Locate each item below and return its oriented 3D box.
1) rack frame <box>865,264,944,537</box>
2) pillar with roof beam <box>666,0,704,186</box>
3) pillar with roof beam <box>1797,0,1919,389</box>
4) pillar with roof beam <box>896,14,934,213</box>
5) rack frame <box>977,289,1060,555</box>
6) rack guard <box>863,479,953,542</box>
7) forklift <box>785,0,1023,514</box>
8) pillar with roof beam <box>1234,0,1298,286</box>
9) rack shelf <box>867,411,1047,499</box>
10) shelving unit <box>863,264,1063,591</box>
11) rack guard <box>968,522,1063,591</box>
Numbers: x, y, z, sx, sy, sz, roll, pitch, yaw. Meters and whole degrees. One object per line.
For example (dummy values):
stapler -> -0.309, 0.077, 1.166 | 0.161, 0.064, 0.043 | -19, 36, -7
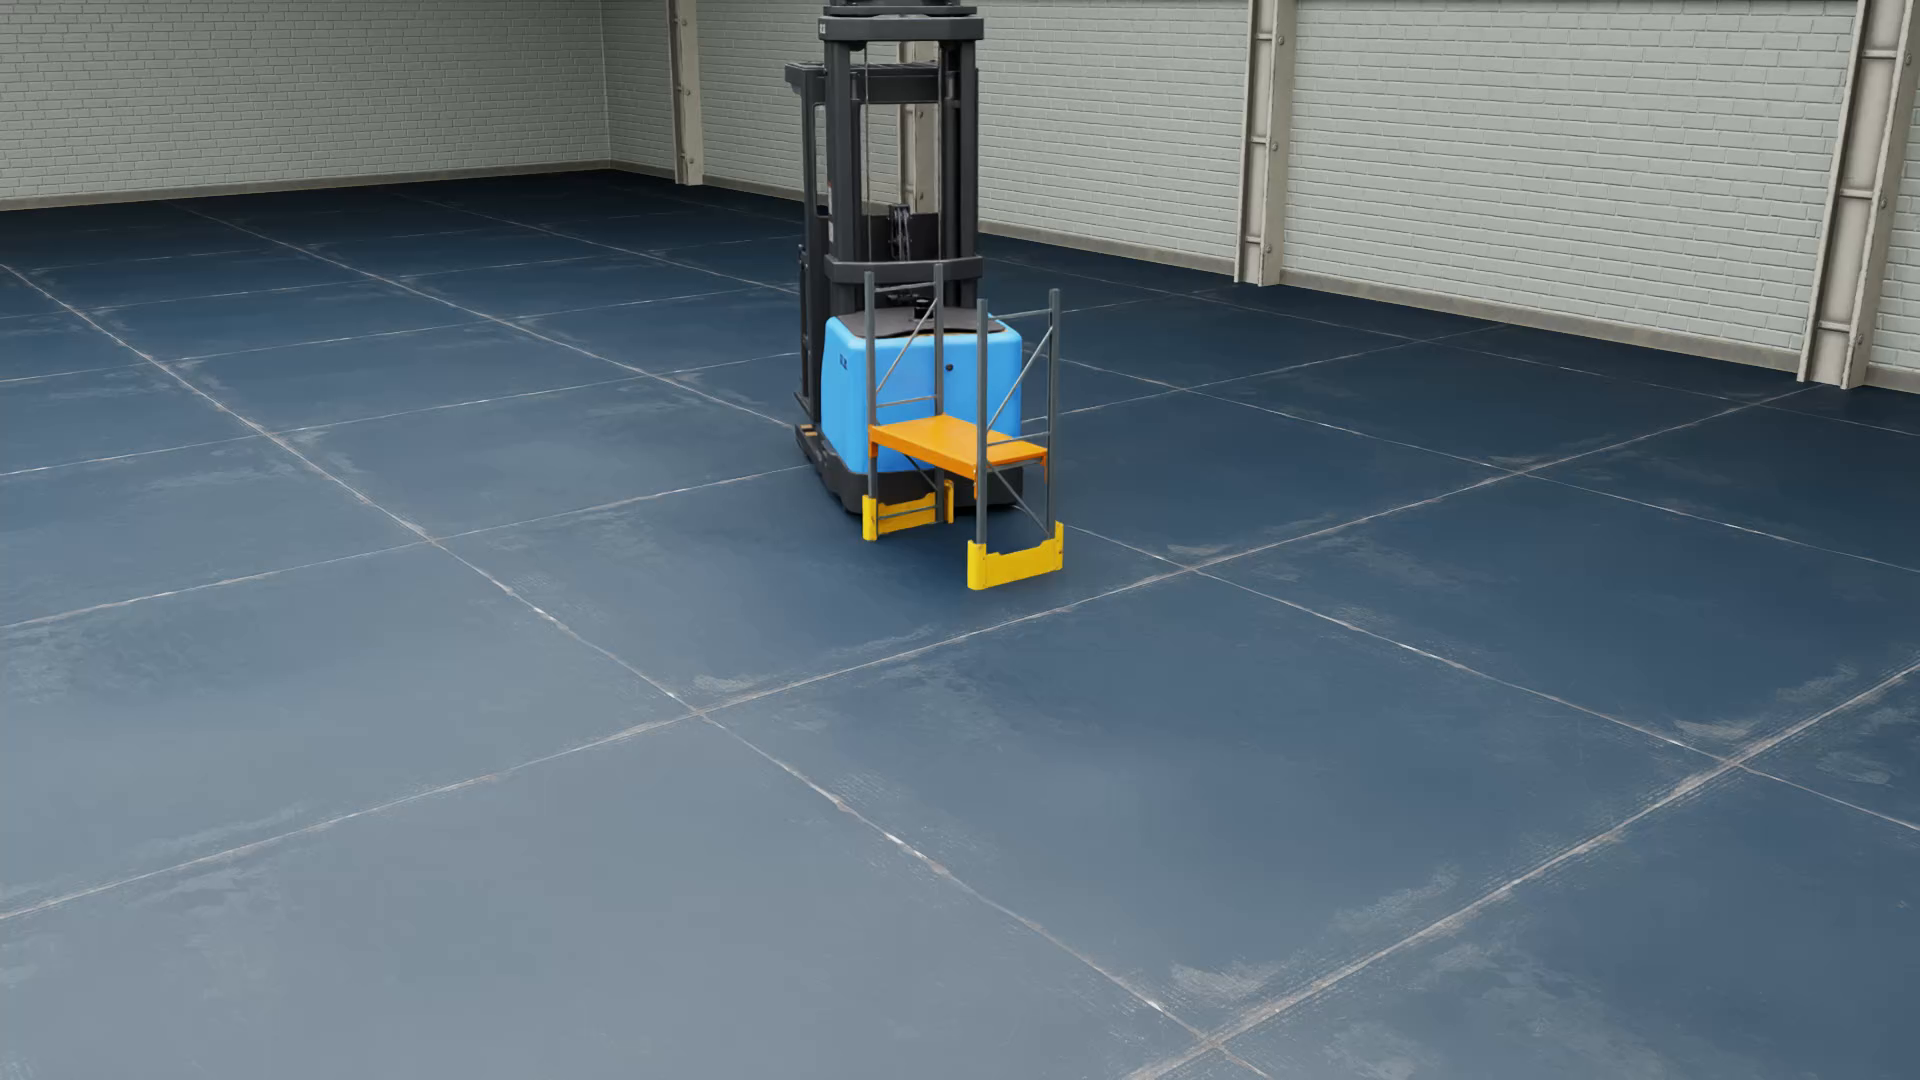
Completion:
rack frame -> -0.303, -0.770, 9.302 | 0.500, 1.500, 0.032 | -13, 22, -34
pillar with roof beam -> -7.680, -9.112, 22.566 | 9.100, 9.000, 0.400 | -14, 23, -36
pillar with roof beam -> 3.496, -4.677, 9.171 | 9.100, 9.000, 0.400 | -14, 23, -36
pillar with roof beam -> -3.955, -7.634, 18.101 | 9.100, 9.000, 0.400 | -14, 23, -36
rack frame -> 0.295, -0.512, 8.521 | 0.500, 1.500, 0.032 | -13, 22, -34
rack guard -> -0.291, -0.172, 9.483 | 0.587, 0.250, 0.087 | -13, 22, -34
forklift -> -0.486, -1.968, 10.643 | 1.130, 2.935, 3.031 | -5, 19, -13
pillar with roof beam -> -0.229, -6.155, 13.636 | 9.100, 9.000, 0.400 | -14, 23, -36
rack shelf -> -0.004, -0.470, 8.968 | 0.538, 0.185, 1.000 | -13, 22, -34
shelving unit -> 0.002, -0.638, 8.905 | 0.587, 1.500, 1.083 | -13, 22, -34
rack guard -> 0.295, 0.081, 8.719 | 0.587, 0.250, 0.087 | -13, 22, -34
